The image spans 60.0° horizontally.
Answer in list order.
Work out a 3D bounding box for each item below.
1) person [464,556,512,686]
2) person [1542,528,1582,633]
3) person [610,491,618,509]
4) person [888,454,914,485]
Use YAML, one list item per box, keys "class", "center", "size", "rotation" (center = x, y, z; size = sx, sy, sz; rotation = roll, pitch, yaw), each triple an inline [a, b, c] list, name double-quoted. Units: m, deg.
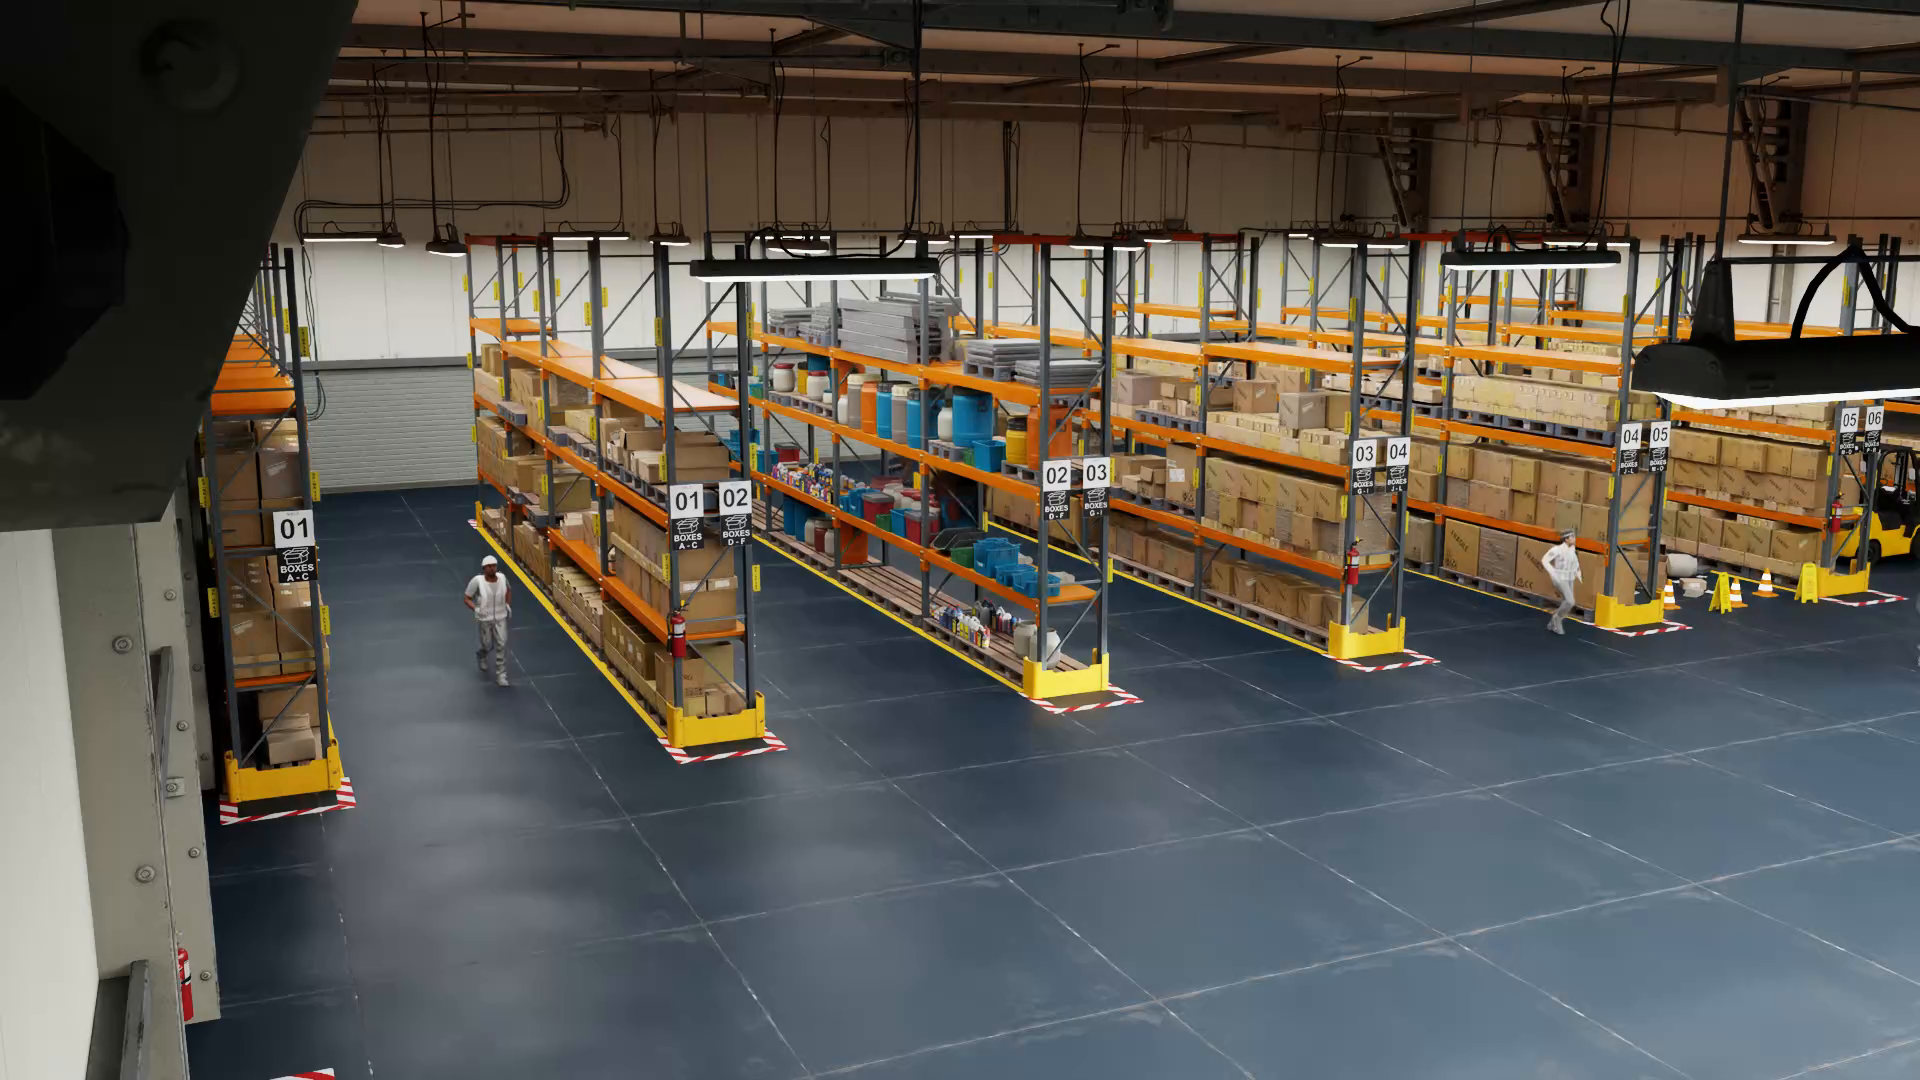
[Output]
- class: "person"
  center: [-6.471, 1.083, 22.908]
  size: [0.676, 1.772, 0.897]
  rotation: [-7, 13, -31]
- class: "person"
  center: [9.292, 0.631, 25.512]
  size: [0.637, 1.655, 0.566]
  rotation: [-6, 13, -28]
- class: "person"
  center: [-7.168, -1.071, 34.168]
  size: [0.741, 1.722, 0.798]
  rotation: [-7, 13, -34]
- class: "person"
  center: [-1.442, -2.136, 39.797]
  size: [0.704, 1.680, 0.692]
  rotation: [-1, 11, -7]
